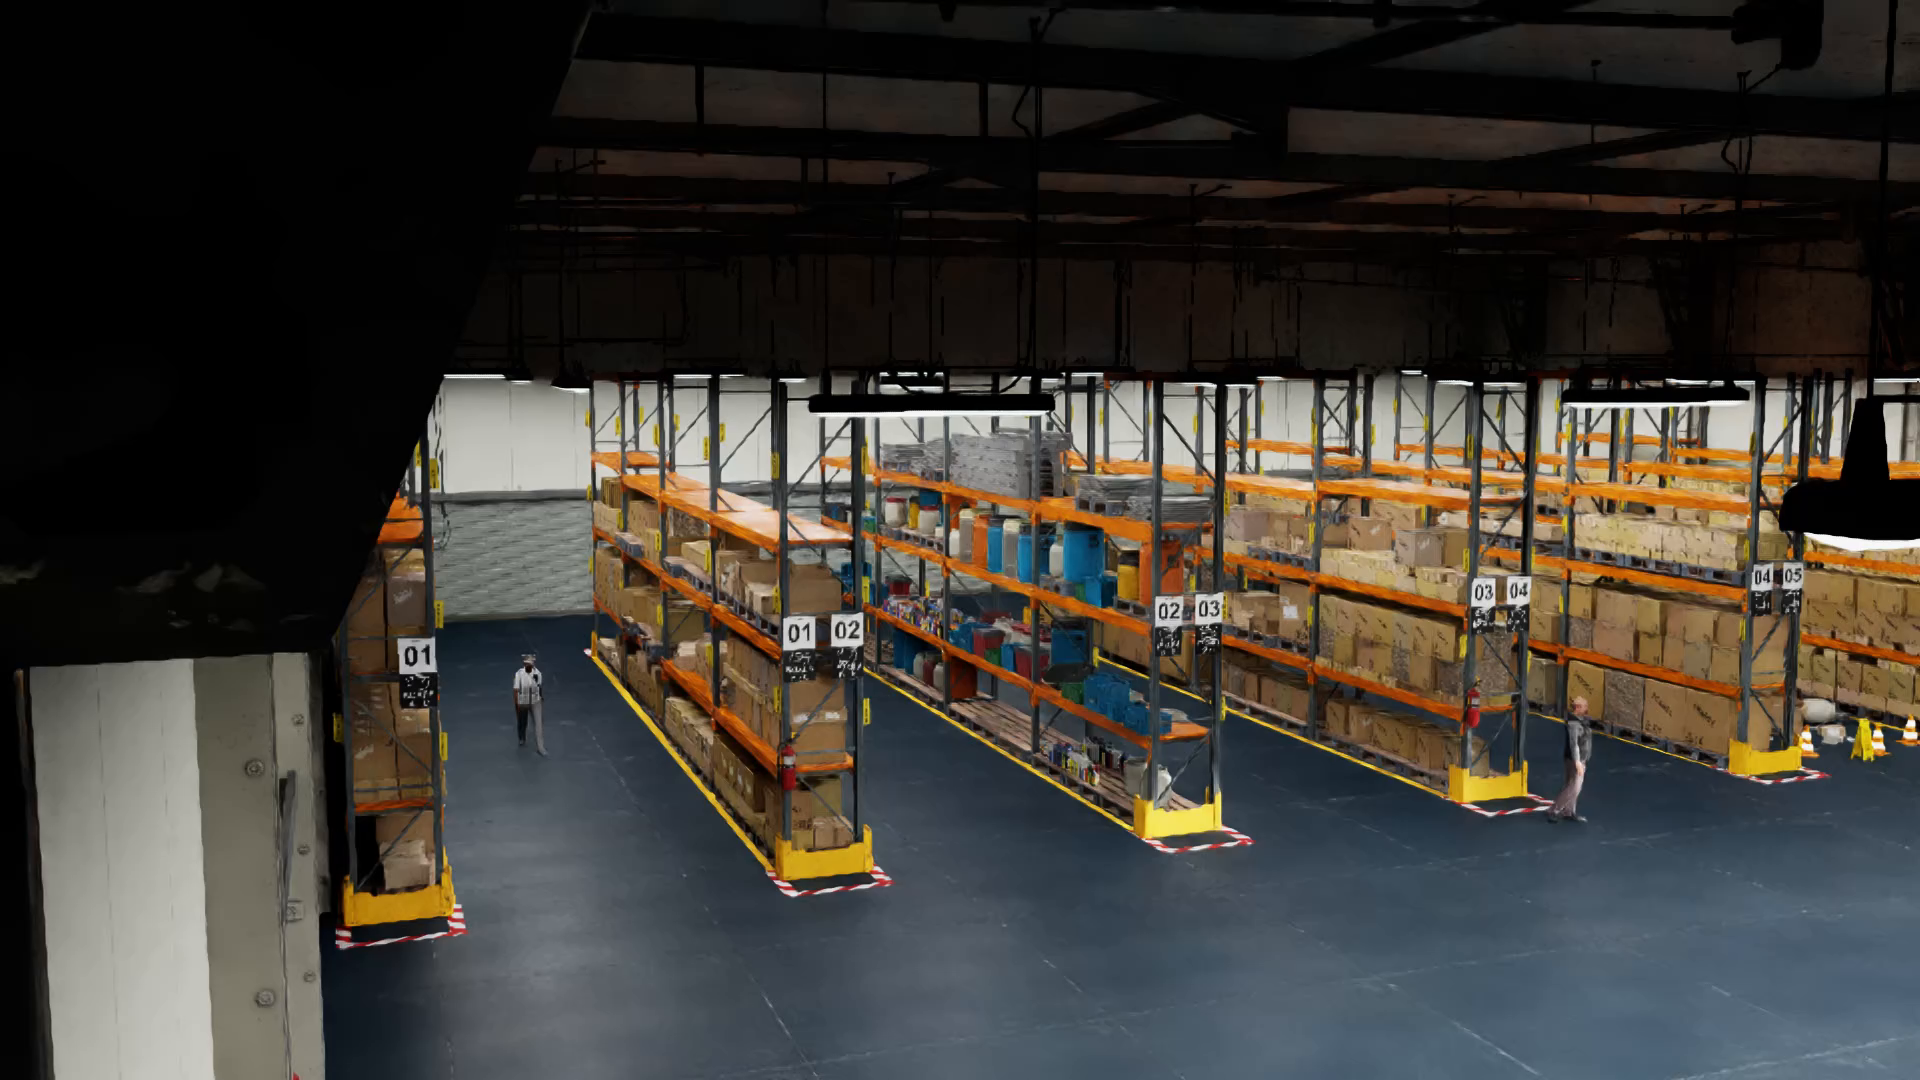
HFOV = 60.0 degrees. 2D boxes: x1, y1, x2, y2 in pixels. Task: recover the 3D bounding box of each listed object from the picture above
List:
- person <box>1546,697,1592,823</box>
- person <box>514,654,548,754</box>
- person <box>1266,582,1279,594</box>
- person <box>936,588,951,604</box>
[{"bbox_3d":[8.233,2.980,22.458,0.517,1.713,0.728,3,7,27],"label":"person"},{"bbox_3d":[-6.856,2.576,26.435,0.455,1.588,1.089,-3,7,-22],"label":"person"},{"bbox_3d":[7.958,0.761,42.080,0.605,1.771,0.767,5,8,41],"label":"person"},{"bbox_3d":[-0.362,1.782,34.351,0.536,1.439,0.678,-6,9,-44],"label":"person"}]
